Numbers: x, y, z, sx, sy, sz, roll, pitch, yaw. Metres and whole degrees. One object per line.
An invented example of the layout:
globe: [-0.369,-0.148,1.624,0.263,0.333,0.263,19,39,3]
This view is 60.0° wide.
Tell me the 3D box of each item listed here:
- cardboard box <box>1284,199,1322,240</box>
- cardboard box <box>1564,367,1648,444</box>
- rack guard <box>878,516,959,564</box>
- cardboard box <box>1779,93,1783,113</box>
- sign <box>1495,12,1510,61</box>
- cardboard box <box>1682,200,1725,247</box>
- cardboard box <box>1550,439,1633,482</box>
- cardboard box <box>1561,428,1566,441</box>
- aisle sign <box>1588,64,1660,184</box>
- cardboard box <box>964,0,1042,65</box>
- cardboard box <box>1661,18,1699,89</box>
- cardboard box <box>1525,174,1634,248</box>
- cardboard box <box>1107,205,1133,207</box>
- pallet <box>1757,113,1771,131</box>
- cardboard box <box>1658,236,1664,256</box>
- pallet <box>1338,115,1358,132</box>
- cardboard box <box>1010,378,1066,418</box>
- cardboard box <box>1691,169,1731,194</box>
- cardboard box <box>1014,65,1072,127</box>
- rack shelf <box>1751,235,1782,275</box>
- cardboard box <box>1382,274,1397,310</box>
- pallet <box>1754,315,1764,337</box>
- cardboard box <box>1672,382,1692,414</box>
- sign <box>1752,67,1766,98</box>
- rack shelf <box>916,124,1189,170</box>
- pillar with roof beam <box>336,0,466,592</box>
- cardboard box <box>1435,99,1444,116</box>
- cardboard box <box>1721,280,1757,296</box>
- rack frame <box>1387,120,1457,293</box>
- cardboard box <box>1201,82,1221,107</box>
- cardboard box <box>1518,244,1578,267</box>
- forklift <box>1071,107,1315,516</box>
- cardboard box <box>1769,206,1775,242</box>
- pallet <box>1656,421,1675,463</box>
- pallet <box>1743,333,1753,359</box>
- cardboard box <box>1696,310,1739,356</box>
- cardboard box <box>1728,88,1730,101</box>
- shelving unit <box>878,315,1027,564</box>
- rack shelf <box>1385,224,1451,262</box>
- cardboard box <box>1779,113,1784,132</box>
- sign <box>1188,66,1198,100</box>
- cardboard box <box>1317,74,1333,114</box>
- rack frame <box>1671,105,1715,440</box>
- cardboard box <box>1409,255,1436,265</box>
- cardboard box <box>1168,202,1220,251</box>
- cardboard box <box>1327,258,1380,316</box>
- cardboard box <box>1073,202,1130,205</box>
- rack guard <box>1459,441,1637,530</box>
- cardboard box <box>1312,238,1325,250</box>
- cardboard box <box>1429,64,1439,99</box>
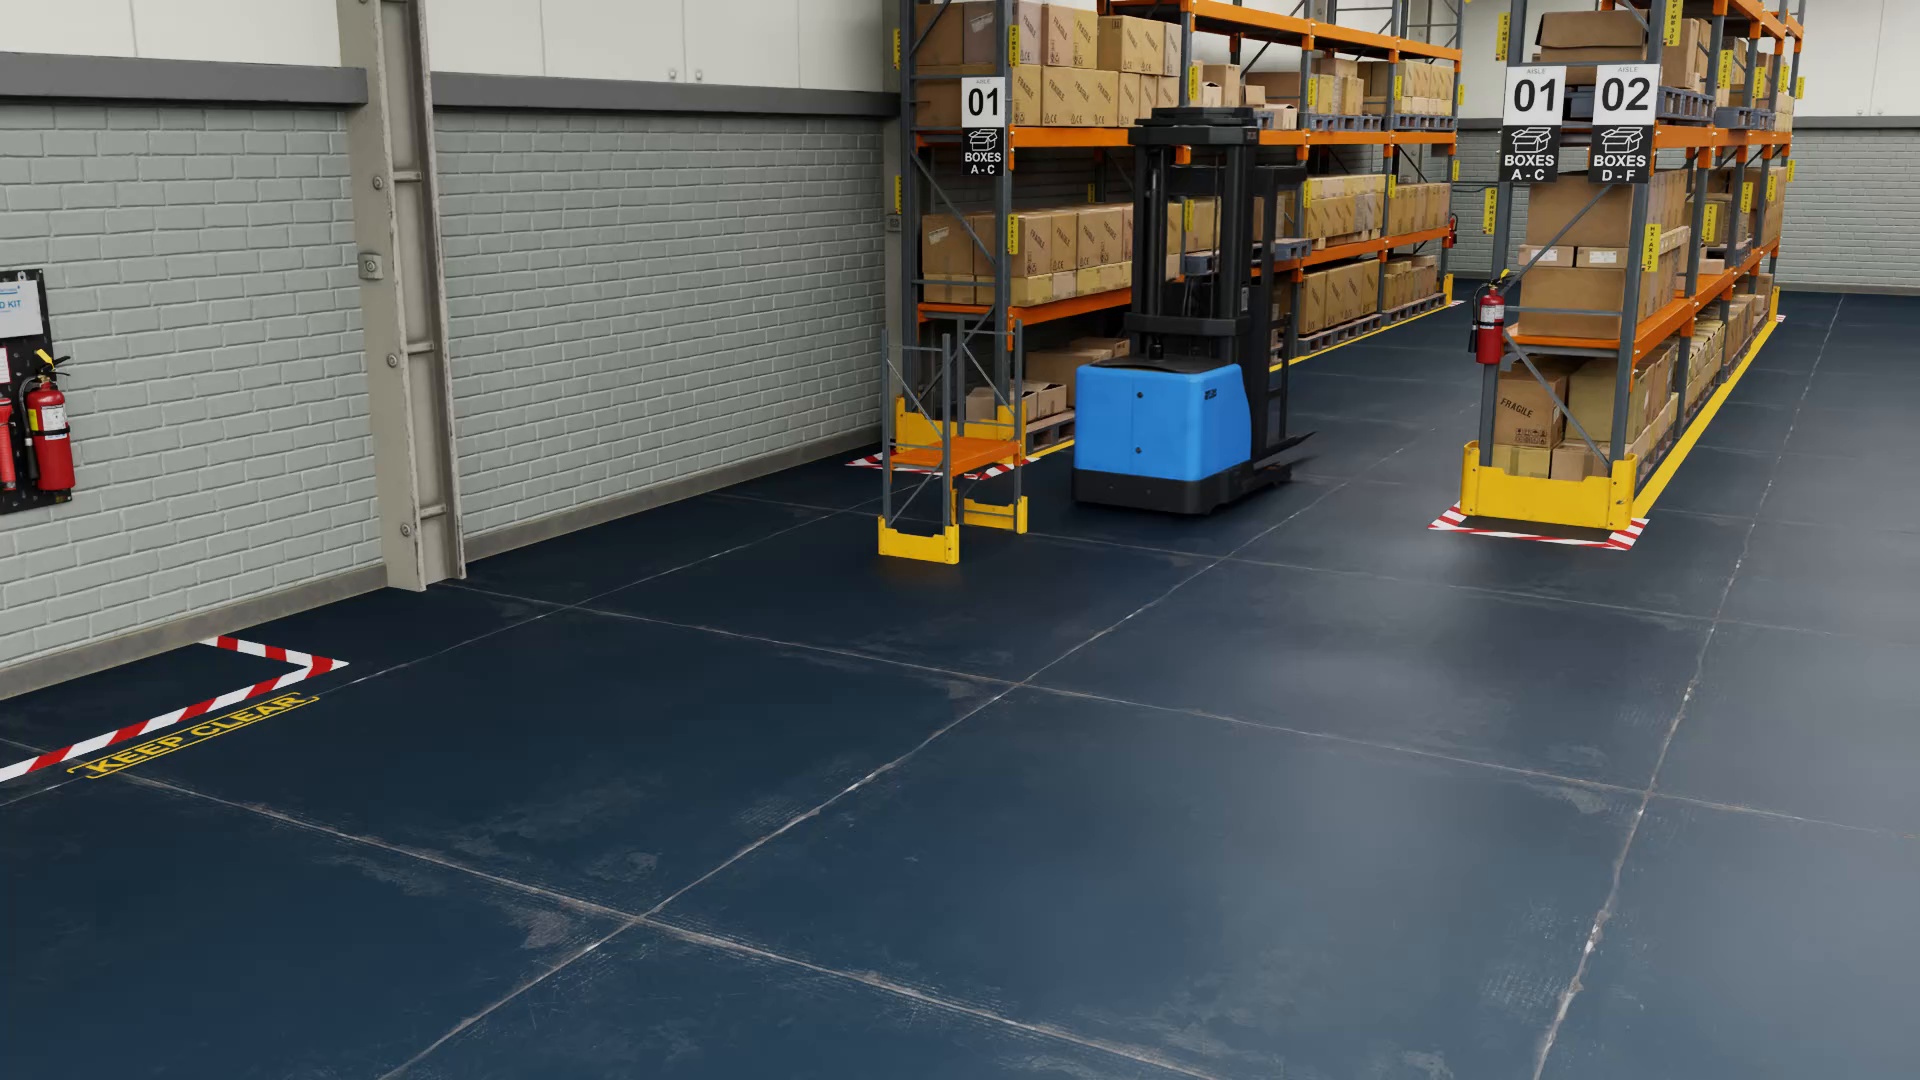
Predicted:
cardboard box: [4.288,-4.102,21.259,0.500,0.500,0.500,8,16,30]
cardboard box: [4.994,-1.047,12.846,0.500,0.500,0.500,7,15,28]
rack guard: [-0.278,-0.004,11.016,0.587,0.250,0.087,7,15,28]
cardboard box: [10.794,-5.892,22.425,0.500,0.250,0.500,7,15,28]
sign: [3.832,-3.542,11.703,0.100,0.325,0.005,7,15,28]
cardboard box: [8.373,-3.663,19.218,0.700,0.500,0.500,2,14,9]
cardboard box: [4.754,-0.579,12.507,0.500,0.250,0.500,7,15,28]
cardboard box: [4.532,-0.742,13.182,0.500,0.250,0.500,7,15,28]
aisle sign: [4.537,-2.843,11.378,0.394,0.787,0.004,7,15,28]
cardboard box: [0.361,-4.242,13.938,0.500,0.500,0.500,6,15,24]
cardboard box: [5.342,-3.716,12.738,0.500,0.500,0.500,7,15,28]
cardboard box: [4.563,-2.412,12.155,0.700,0.500,0.500,7,15,28]
cardboard box: [1.702,-3.074,16.564,0.500,0.500,0.500,7,15,28]
pallet: [9.226,-5.117,20.359,1.213,0.211,1.003,7,15,28]
cardboard box: [5.422,-2.362,13.335,0.380,0.149,0.250,8,15,29]
pallet: [4.632,-5.563,22.212,1.003,0.211,1.213,8,16,31]
cardboard box: [0.651,-1.343,15.502,0.500,0.311,0.500,9,16,33]
cardboard box: [10.119,-4.757,22.518,0.500,0.500,0.500,7,15,28]
cardboard box: [0.634,-3.851,14.449,0.500,0.500,0.500,9,16,32]
rack shelf: [11.068,-4.150,23.881,1.077,0.370,4.000,7,15,28]
cardboard box: [6.214,-3.780,25.251,0.700,0.500,0.500,8,16,29]
pallet: [11.023,-3.125,24.048,1.003,0.211,1.213,7,15,28]
cardboard box: [6.646,-1.370,15.786,0.500,0.250,0.500,7,15,27]
sign: [8.650,-4.952,18.001,0.100,0.325,0.005,7,15,28]
rack shelf: [0.929,-3.706,15.642,1.077,0.370,4.000,7,15,28]
pillar with roof beam: [0.411,-3.627,7.377,9.100,9.000,0.400,7,15,28]
cardboard box: [7.325,-6.821,26.237,0.500,0.250,0.500,7,15,26]
cardboard box: [11.005,-3.475,23.937,0.797,0.503,0.637,7,15,28]
rack frame: [7.697,-5.470,27.823,1.000,3.000,0.127,7,15,28]
cardboard box: [2.528,-4.857,18.173,0.500,0.311,0.500,8,16,30]
cardboard box: [4.318,-2.091,12.209,0.380,0.149,0.250,7,15,27]
forklift: [2.032,-1.899,13.157,1.130,2.935,3.031,8,16,30]
cardboard box: [11.075,-4.419,23.250,0.500,0.500,0.500,7,15,28]
pallet: [5.813,-0.934,14.956,1.003,0.211,1.213,7,15,28]
pallet: [9.741,-2.562,21.711,1.003,0.211,1.213,7,15,28]
cardboard box: [8.886,-2.436,19.633,0.500,0.500,0.500,7,15,26]
cardboard box: [7.998,-4.758,17.895,0.500,0.250,0.500,6,15,24]
shelving unit: [-0.037,-0.713,11.293,0.587,1.500,1.083,7,15,28]
rack shelf: [6.730,-4.710,26.206,1.077,0.370,4.000,7,15,28]
cardboard box: [11.041,-5.751,22.906,0.500,0.250,0.500,7,15,28]
sign: [2.375,-4.658,16.951,0.100,0.325,0.005,7,15,28]
cardboard box: [4.503,-5.882,21.980,0.700,0.500,0.500,8,16,31]
rack frame: [6.234,-2.448,15.286,1.000,3.000,0.127,7,15,28]
cardboard box: [7.543,-4.573,27.153,0.380,0.149,0.250,7,15,27]
cardboard box: [2.448,-3.485,18.437,0.700,0.500,0.500,9,16,34]
cardboard box: [5.563,-3.661,24.008,0.750,0.750,0.750,8,15,29]
cardboard box: [1.486,-3.237,17.237,0.500,0.500,0.500,7,15,27]
rack guard: [4.289,-0.407,12.155,1.175,0.500,0.348,7,15,28]
cardboard box: [4.523,-3.853,21.610,0.380,0.149,0.250,8,16,30]
cardboard box: [7.086,-7.082,25.721,0.500,0.500,0.500,7,15,26]
